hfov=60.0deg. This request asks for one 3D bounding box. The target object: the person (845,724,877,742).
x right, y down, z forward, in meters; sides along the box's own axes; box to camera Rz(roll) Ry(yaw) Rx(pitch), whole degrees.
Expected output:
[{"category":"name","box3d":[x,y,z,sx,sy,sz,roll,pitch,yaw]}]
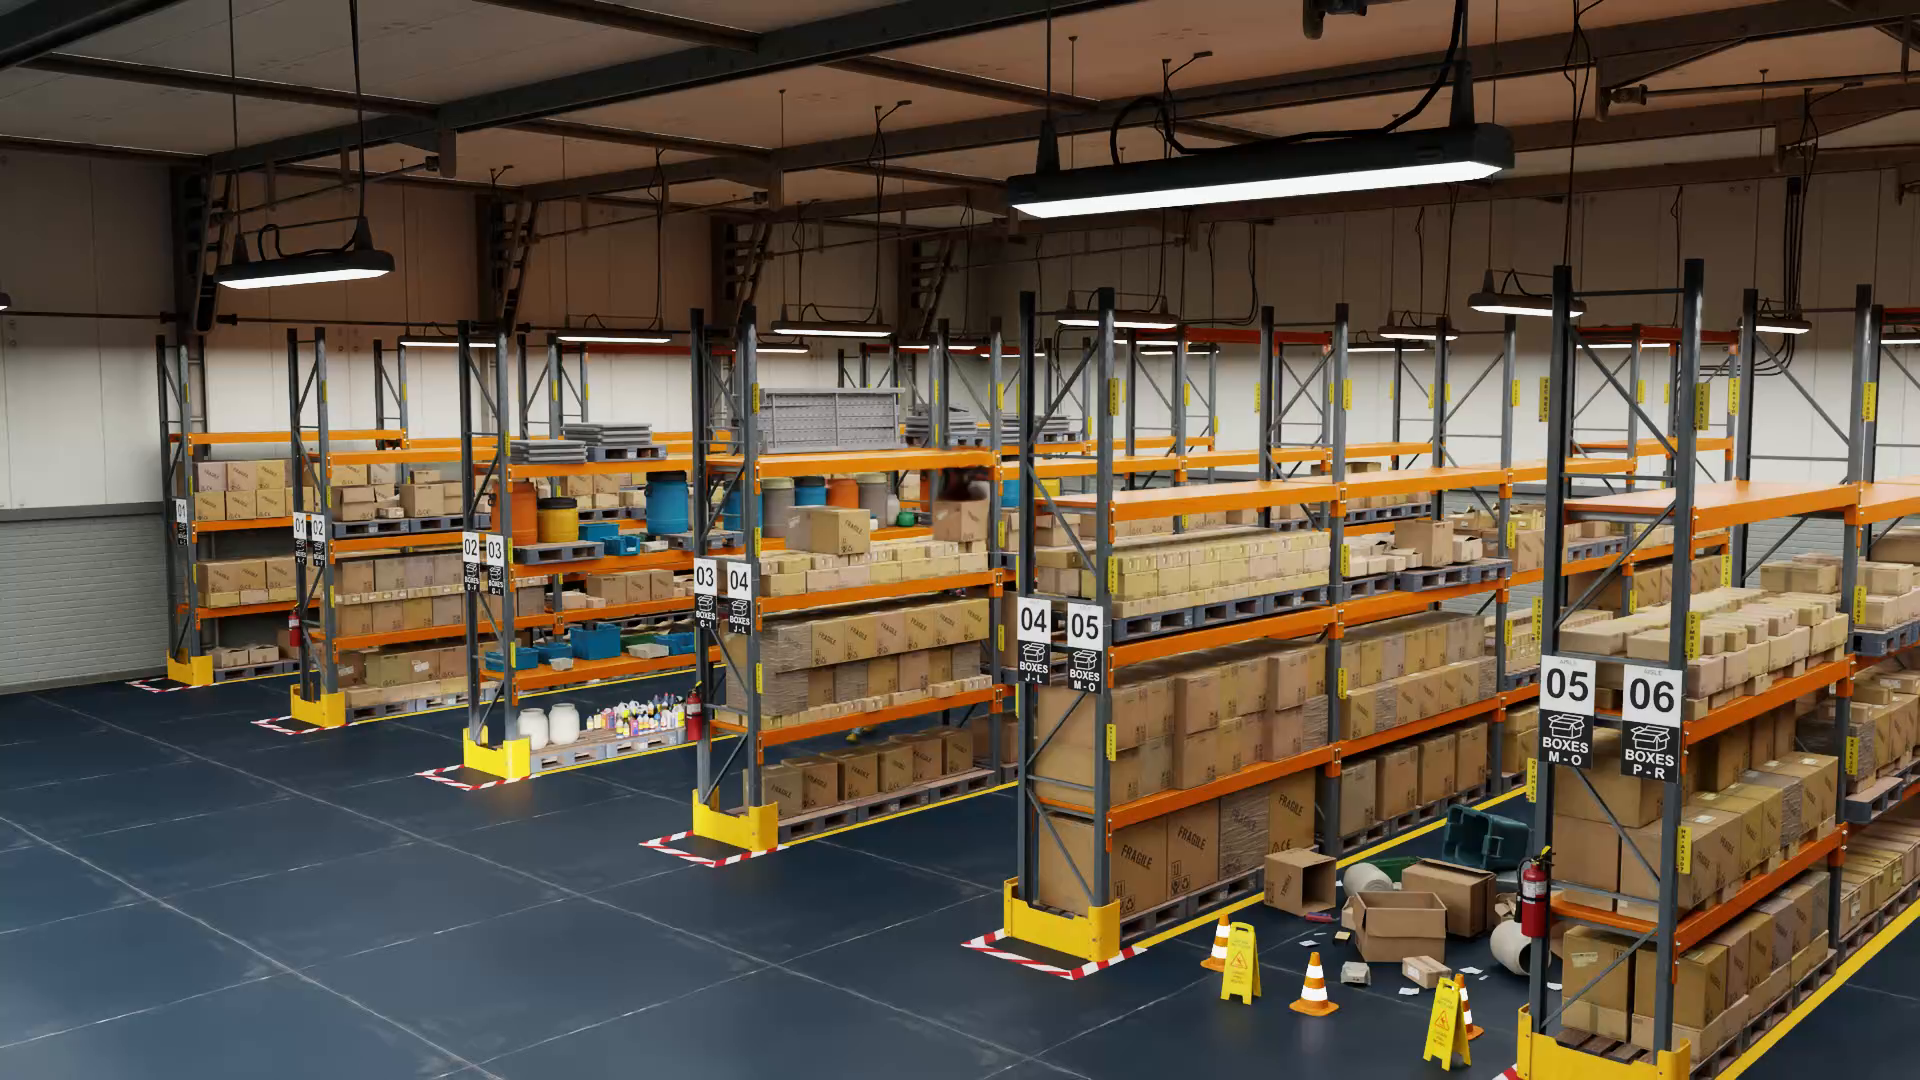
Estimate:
[{"category":"person","box3d":[-1.470,2.035,24.209,0.538,1.717,0.999,3,6,31]}]
